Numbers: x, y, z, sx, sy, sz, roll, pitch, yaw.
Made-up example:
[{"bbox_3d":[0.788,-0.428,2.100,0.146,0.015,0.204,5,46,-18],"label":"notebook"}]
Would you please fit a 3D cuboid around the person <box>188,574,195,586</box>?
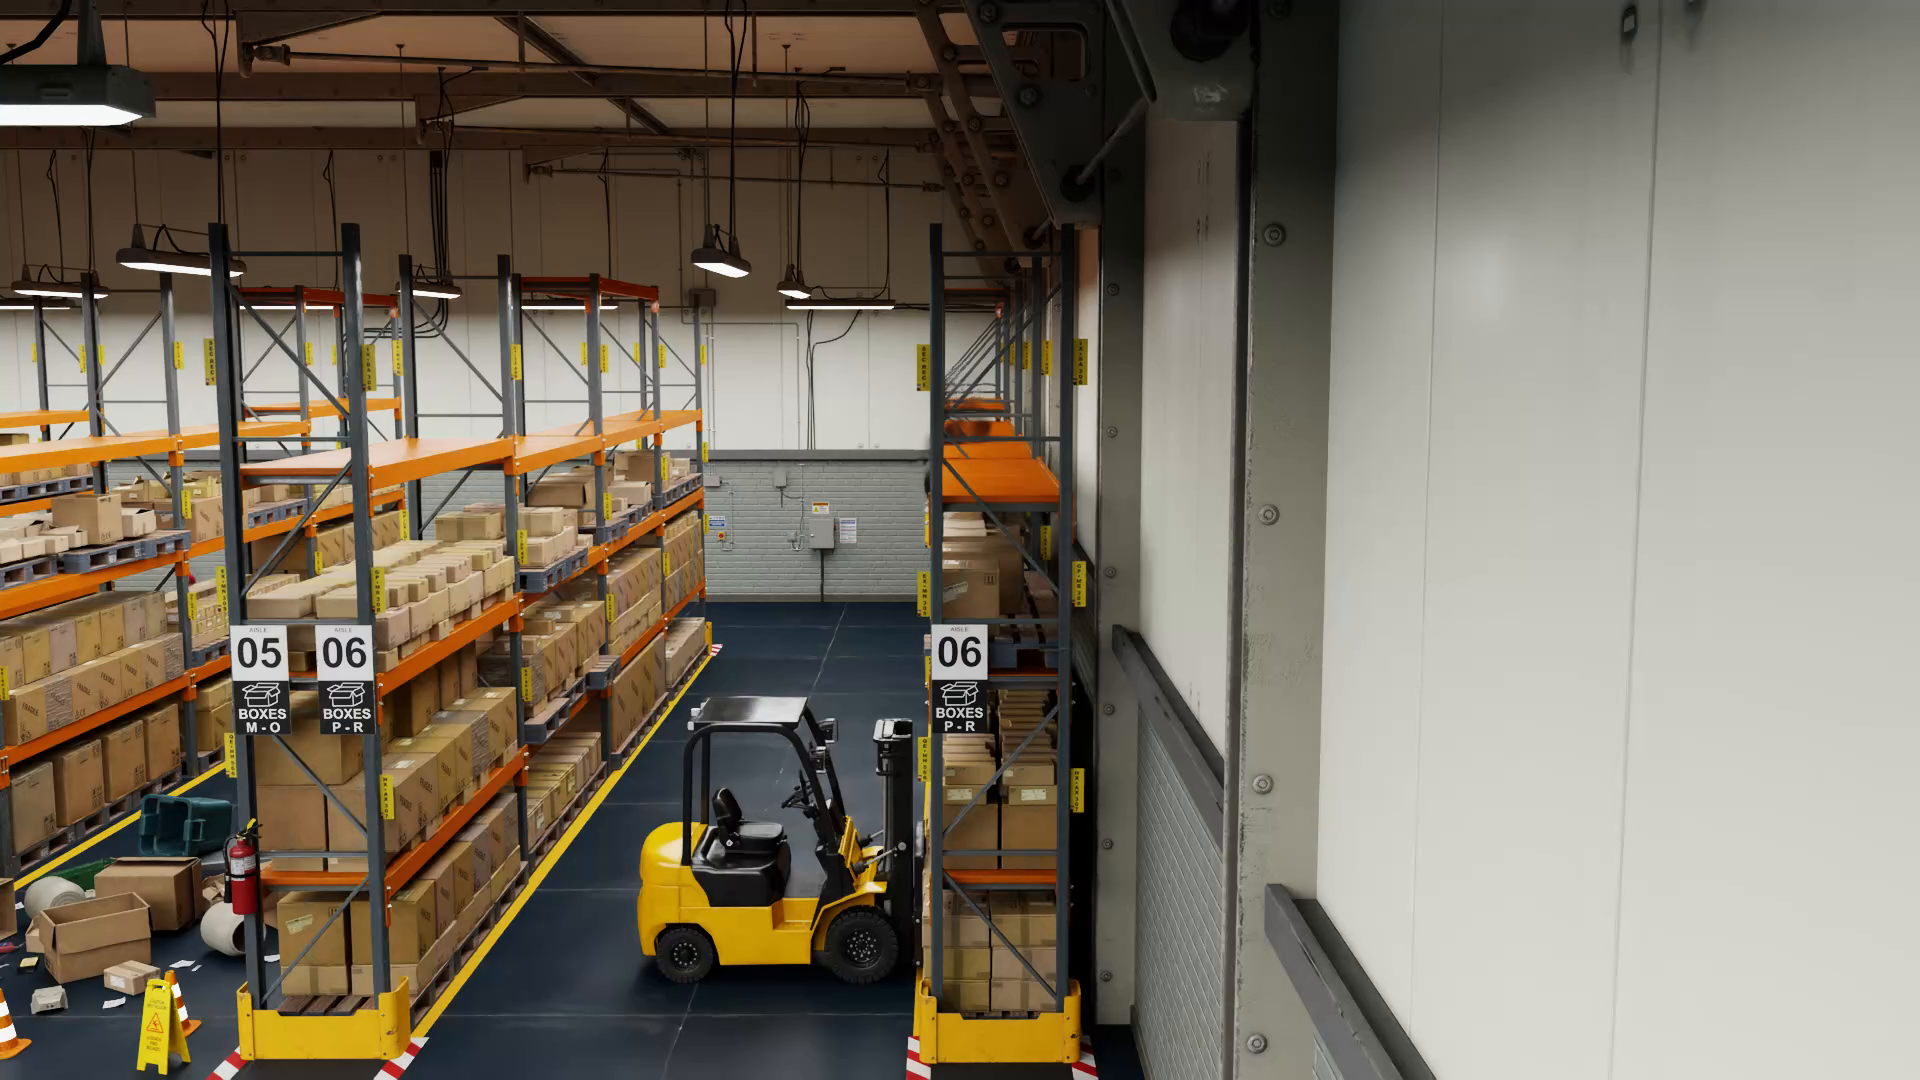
[{"bbox_3d":[-11.540,1.370,25.017,0.683,1.767,0.771,0,7,2],"label":"person"}]
